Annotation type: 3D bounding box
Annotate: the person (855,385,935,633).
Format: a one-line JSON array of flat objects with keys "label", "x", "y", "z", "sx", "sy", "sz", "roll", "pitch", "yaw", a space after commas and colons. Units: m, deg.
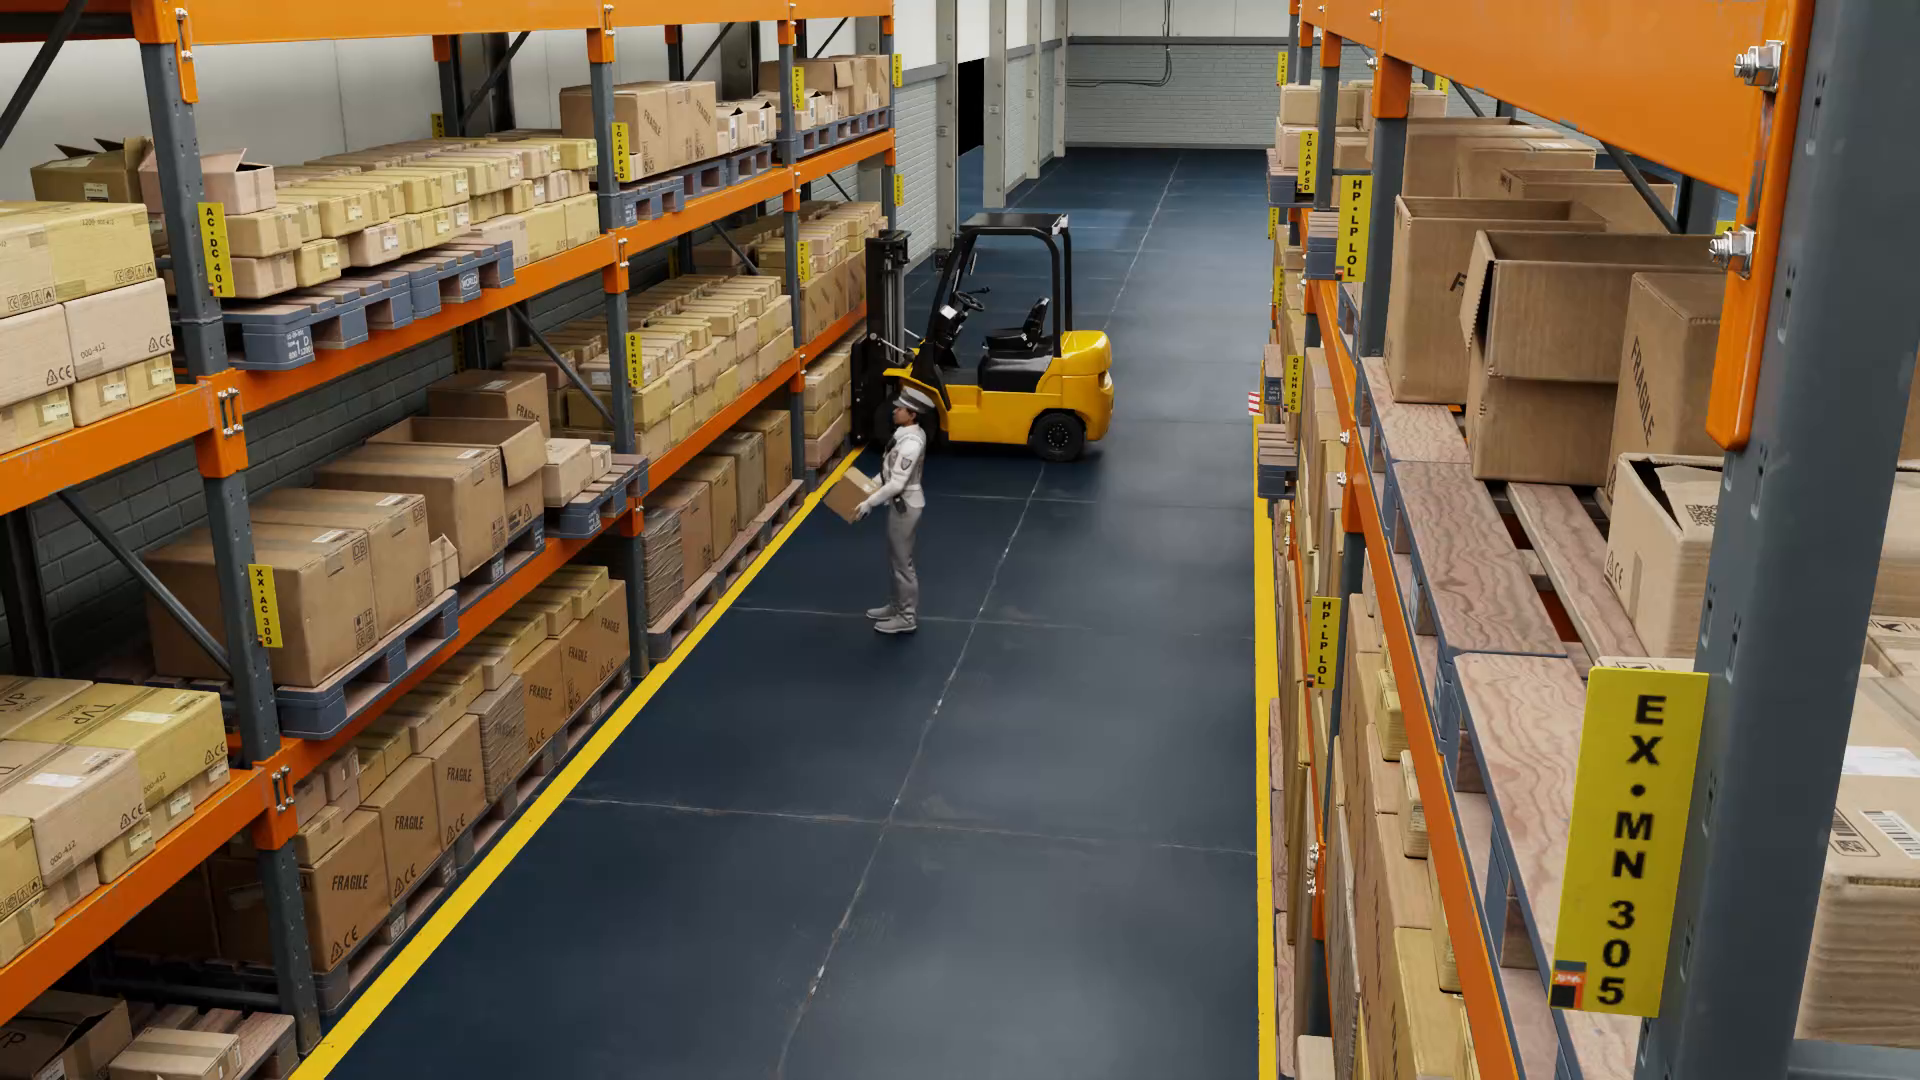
[{"label": "person", "x": -0.435, "y": -0.209, "z": 11.135, "sx": 0.535, "sy": 1.701, "sz": 0.511, "roll": -1, "pitch": 18, "yaw": -2}]
